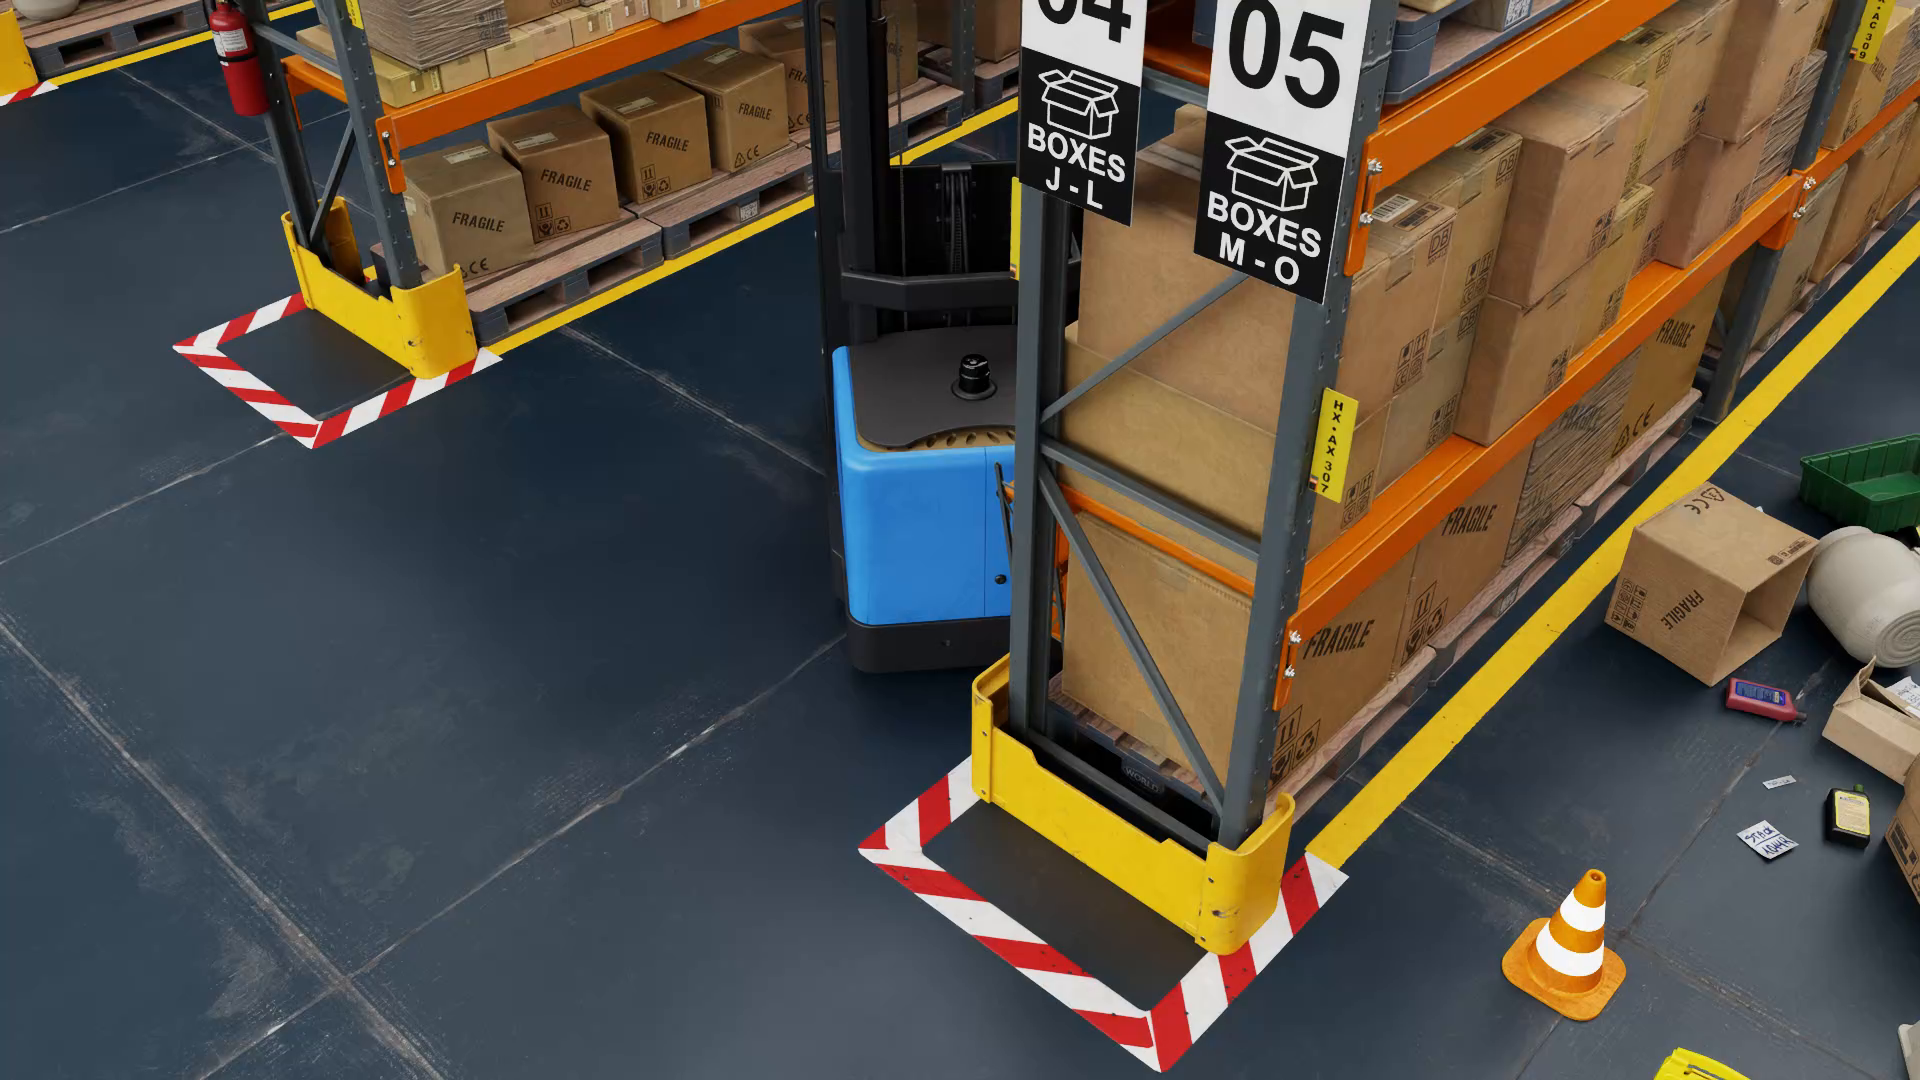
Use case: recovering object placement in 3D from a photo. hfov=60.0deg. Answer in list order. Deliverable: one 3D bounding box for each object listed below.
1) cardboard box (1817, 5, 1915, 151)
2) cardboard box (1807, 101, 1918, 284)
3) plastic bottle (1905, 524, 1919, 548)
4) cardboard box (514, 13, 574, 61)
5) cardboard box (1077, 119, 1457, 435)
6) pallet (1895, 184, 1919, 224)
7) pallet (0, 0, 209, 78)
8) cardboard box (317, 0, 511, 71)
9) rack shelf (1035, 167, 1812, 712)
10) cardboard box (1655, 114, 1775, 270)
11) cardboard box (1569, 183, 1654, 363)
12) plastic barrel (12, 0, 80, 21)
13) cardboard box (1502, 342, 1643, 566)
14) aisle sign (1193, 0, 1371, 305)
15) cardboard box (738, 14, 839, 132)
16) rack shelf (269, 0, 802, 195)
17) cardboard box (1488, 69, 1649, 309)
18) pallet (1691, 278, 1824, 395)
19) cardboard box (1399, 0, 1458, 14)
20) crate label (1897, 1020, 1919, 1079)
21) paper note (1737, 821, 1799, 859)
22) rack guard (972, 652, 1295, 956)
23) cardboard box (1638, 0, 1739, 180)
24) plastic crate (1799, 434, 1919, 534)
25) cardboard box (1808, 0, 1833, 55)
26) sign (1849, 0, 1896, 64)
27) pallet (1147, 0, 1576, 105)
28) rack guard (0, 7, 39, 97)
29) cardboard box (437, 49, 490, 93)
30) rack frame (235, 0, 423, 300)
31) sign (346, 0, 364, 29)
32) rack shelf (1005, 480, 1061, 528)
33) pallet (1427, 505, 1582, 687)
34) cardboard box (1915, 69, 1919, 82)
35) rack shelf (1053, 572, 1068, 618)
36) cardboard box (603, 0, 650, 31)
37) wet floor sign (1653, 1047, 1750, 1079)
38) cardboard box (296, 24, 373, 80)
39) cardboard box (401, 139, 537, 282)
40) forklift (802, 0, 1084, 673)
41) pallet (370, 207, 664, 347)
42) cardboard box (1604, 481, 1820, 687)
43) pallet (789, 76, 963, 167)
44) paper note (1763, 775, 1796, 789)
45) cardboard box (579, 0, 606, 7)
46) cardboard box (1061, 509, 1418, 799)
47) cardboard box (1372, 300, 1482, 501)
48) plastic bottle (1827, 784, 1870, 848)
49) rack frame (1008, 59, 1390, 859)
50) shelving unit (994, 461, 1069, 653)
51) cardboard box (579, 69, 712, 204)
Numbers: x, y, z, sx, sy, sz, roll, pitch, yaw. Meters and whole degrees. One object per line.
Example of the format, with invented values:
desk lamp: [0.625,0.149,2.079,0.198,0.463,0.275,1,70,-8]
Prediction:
cardboard box: [3.831,-2.119,7.425,0.500,0.500,0.500,30,47,32]
cardboard box: [4.284,-2.000,8.825,1.050,0.750,0.750,30,47,32]
plastic bottle: [4.205,-0.041,7.252,0.133,0.061,0.283,8,39,10]
cardboard box: [-2.130,-2.514,8.204,0.380,0.149,0.250,30,47,32]
cardboard box: [0.858,-0.749,4.794,0.875,0.550,0.550,30,47,32]
pallet: [5.389,-2.367,10.057,1.003,0.211,1.213,30,47,32]
pallet: [-6.101,-3.657,11.679,1.003,0.211,1.213,30,47,32]
cardboard box: [-2.623,-2.640,7.840,0.875,0.500,0.500,30,47,32]
rack shelf: [1.928,-0.751,6.362,1.077,0.370,4.000,30,47,32]
cardboard box: [2.683,-1.573,6.698,0.875,0.550,0.550,30,47,32]
cardboard box: [1.948,-1.089,6.089,0.875,0.550,0.500,30,47,32]
plastic barrel: [-6.282,-3.848,11.340,0.421,0.512,0.421,0,38,0]
cardboard box: [2.196,-0.609,6.975,0.875,0.875,0.875,30,47,32]
aisle sign: [0.753,-0.973,3.975,0.394,0.787,0.004,30,47,32]
cardboard box: [-0.996,-2.833,10.074,0.500,0.500,0.500,-19,42,-22]
rack shelf: [-1.665,-2.880,9.040,1.077,0.370,4.000,30,47,32]
cardboard box: [1.639,-1.241,5.412,0.875,0.550,0.550,30,47,32]
pallet: [3.743,-1.246,8.647,1.003,0.211,1.213,30,47,32]
cardboard box: [1.047,-1.416,3.995,0.380,0.149,0.250,30,47,32]
crate label: [3.075,1.602,5.125,0.250,0.136,0.298,8,39,10]
paper note: [2.862,1.061,5.893,0.142,0.017,0.144,-18,42,-21]
rack guard: [0.563,0.876,5.747,1.175,0.500,0.348,30,47,32]
cardboard box: [2.252,-1.786,6.098,0.875,0.550,0.550,30,47,32]
plastic crate: [4.127,-0.243,7.359,0.662,0.188,0.450,-11,30,-14]
cardboard box: [3.003,-2.278,6.716,0.875,0.550,0.550,30,47,32]
sign: [3.688,-2.089,6.708,0.100,0.325,0.005,30,47,32]
pallet: [1.072,-1.598,4.511,1.003,0.211,1.213,30,47,32]
rack guard: [-6.653,-3.399,11.123,1.175,0.500,0.348,30,47,32]
cardboard box: [-2.463,-2.282,7.912,0.380,0.149,0.250,30,47,32]
rack frame: [-3.014,-2.243,7.660,1.000,3.000,0.127,30,47,32]
sign: [-2.613,-2.354,7.105,0.100,0.325,0.005,30,47,32]
rack shelf: [0.397,-0.216,5.877,0.258,0.148,0.480,30,58,32]
pallet: [1.884,0.020,7.056,1.003,0.211,1.213,30,47,32]
cardboard box: [4.510,-2.580,8.004,0.500,0.500,0.500,29,47,32]
rack shelf: [0.454,0.099,6.208,0.258,0.148,0.480,30,58,32]
cardboard box: [-1.807,-2.752,8.503,0.380,0.149,0.250,30,47,32]
wet floor sign: [2.021,1.652,4.653,0.267,0.644,0.232,22,43,25]
cardboard box: [-2.974,-2.362,8.012,0.380,0.149,0.250,30,47,32]
cardboard box: [-2.580,-1.709,8.660,0.500,0.500,0.500,-25,45,-28]
forklift: [-0.068,-1.536,6.827,1.130,2.935,3.031,-4,39,-5]
pallet: [-2.388,-1.545,9.023,1.003,0.211,1.213,30,47,32]
cardboard box: [2.988,0.170,6.632,0.500,0.500,0.500,-26,45,-29]
pallet: [-0.742,-2.666,10.433,1.003,0.211,1.213,30,47,32]
paper note: [3.017,0.891,6.122,0.123,0.001,0.032,-11,40,-14]
cardboard box: [-2.005,-3.131,8.458,0.875,0.500,0.500,30,47,32]
cardboard box: [0.988,0.214,5.940,0.875,0.875,0.875,30,47,32]
cardboard box: [1.151,-0.624,5.504,0.875,0.550,0.550,30,47,32]
plastic bottle: [3.191,0.975,5.974,0.133,0.061,0.283,14,41,17]
rack frame: [0.579,-0.114,4.983,1.000,3.000,0.127,30,47,32]
shelving unit: [0.445,0.053,6.160,0.258,1.200,0.503,30,58,32]
cardboard box: [-1.766,-2.277,9.375,0.500,0.500,0.500,-29,47,-32]
